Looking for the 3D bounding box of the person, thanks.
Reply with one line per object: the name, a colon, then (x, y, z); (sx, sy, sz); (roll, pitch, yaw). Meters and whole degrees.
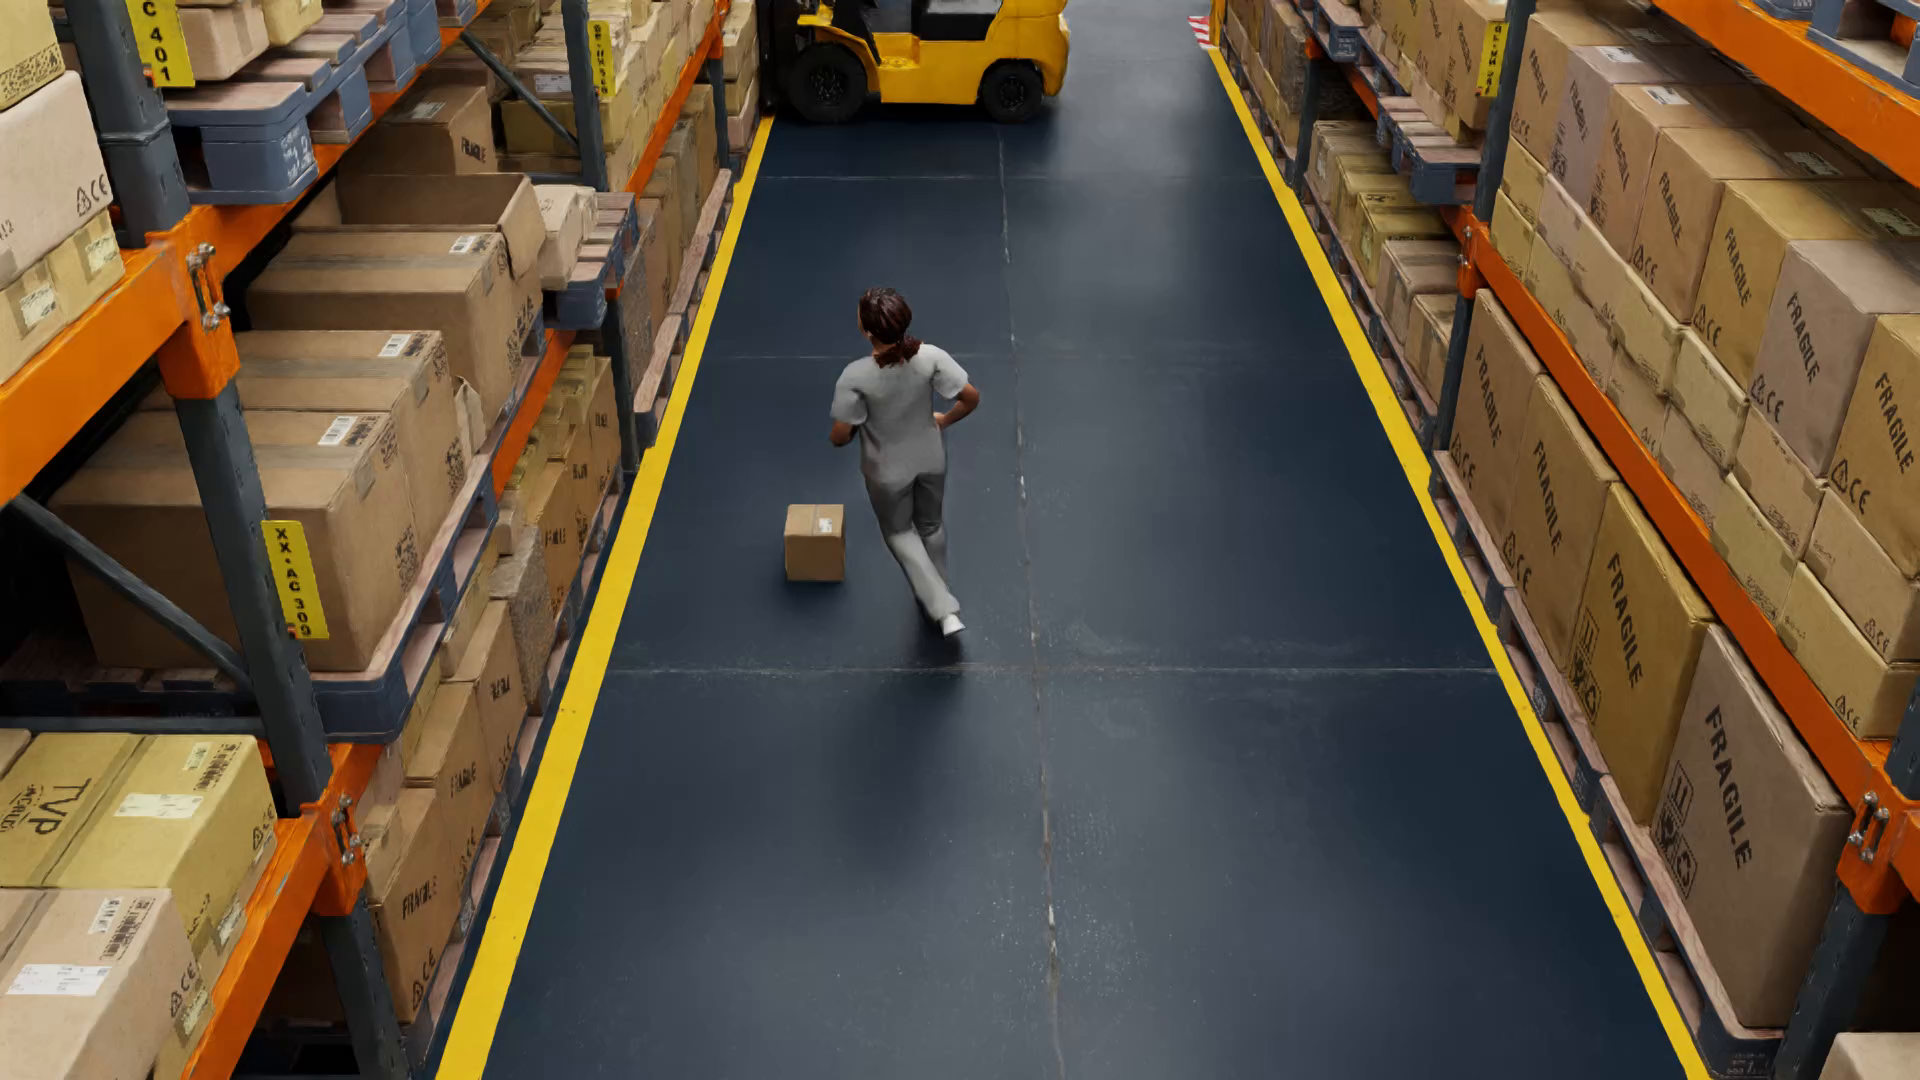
person: (-0.258, -0.292, 6.642); (0.594, 1.636, 0.718); (-13, 34, -20)
